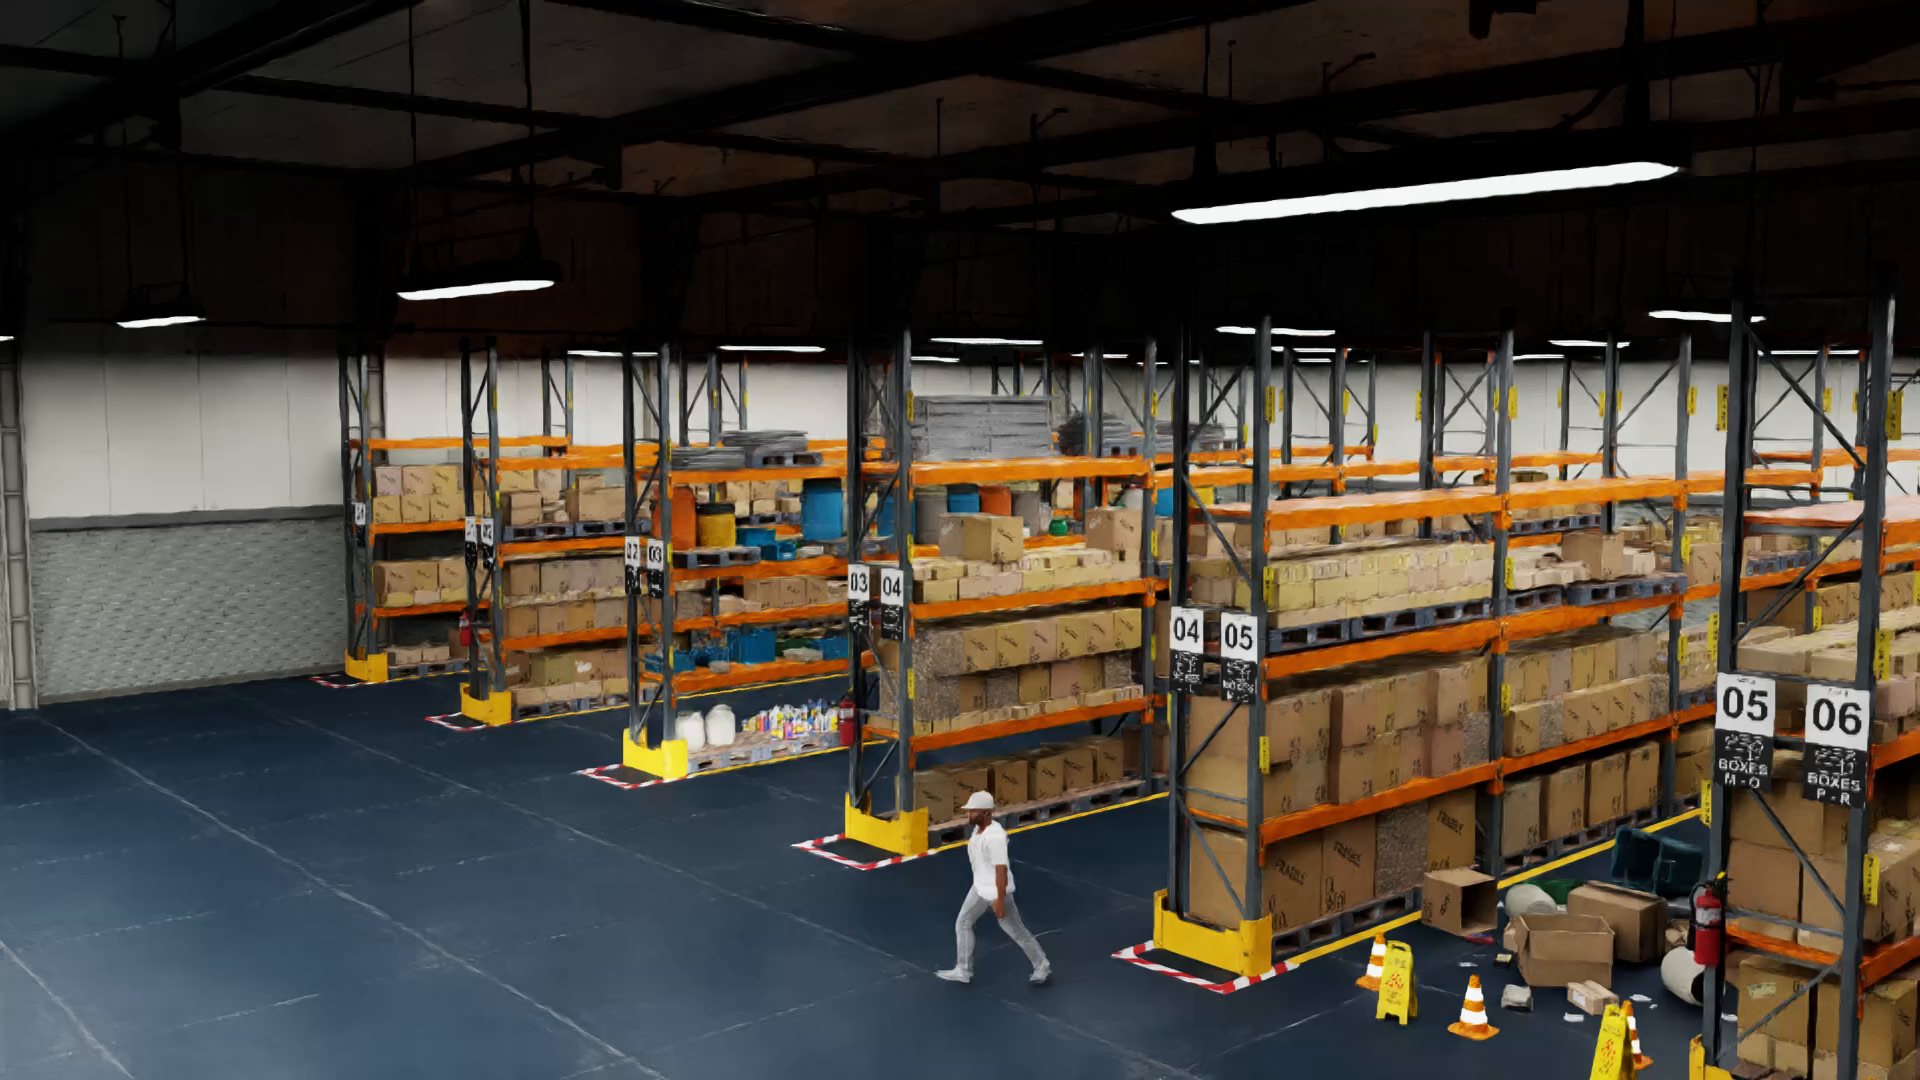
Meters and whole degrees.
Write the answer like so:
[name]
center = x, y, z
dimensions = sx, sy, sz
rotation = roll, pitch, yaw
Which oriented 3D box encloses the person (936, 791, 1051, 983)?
[person]
center = 0.307, 3.026, 14.461
dimensions = 0.970, 1.712, 0.616
rotation = -2, 5, -21
